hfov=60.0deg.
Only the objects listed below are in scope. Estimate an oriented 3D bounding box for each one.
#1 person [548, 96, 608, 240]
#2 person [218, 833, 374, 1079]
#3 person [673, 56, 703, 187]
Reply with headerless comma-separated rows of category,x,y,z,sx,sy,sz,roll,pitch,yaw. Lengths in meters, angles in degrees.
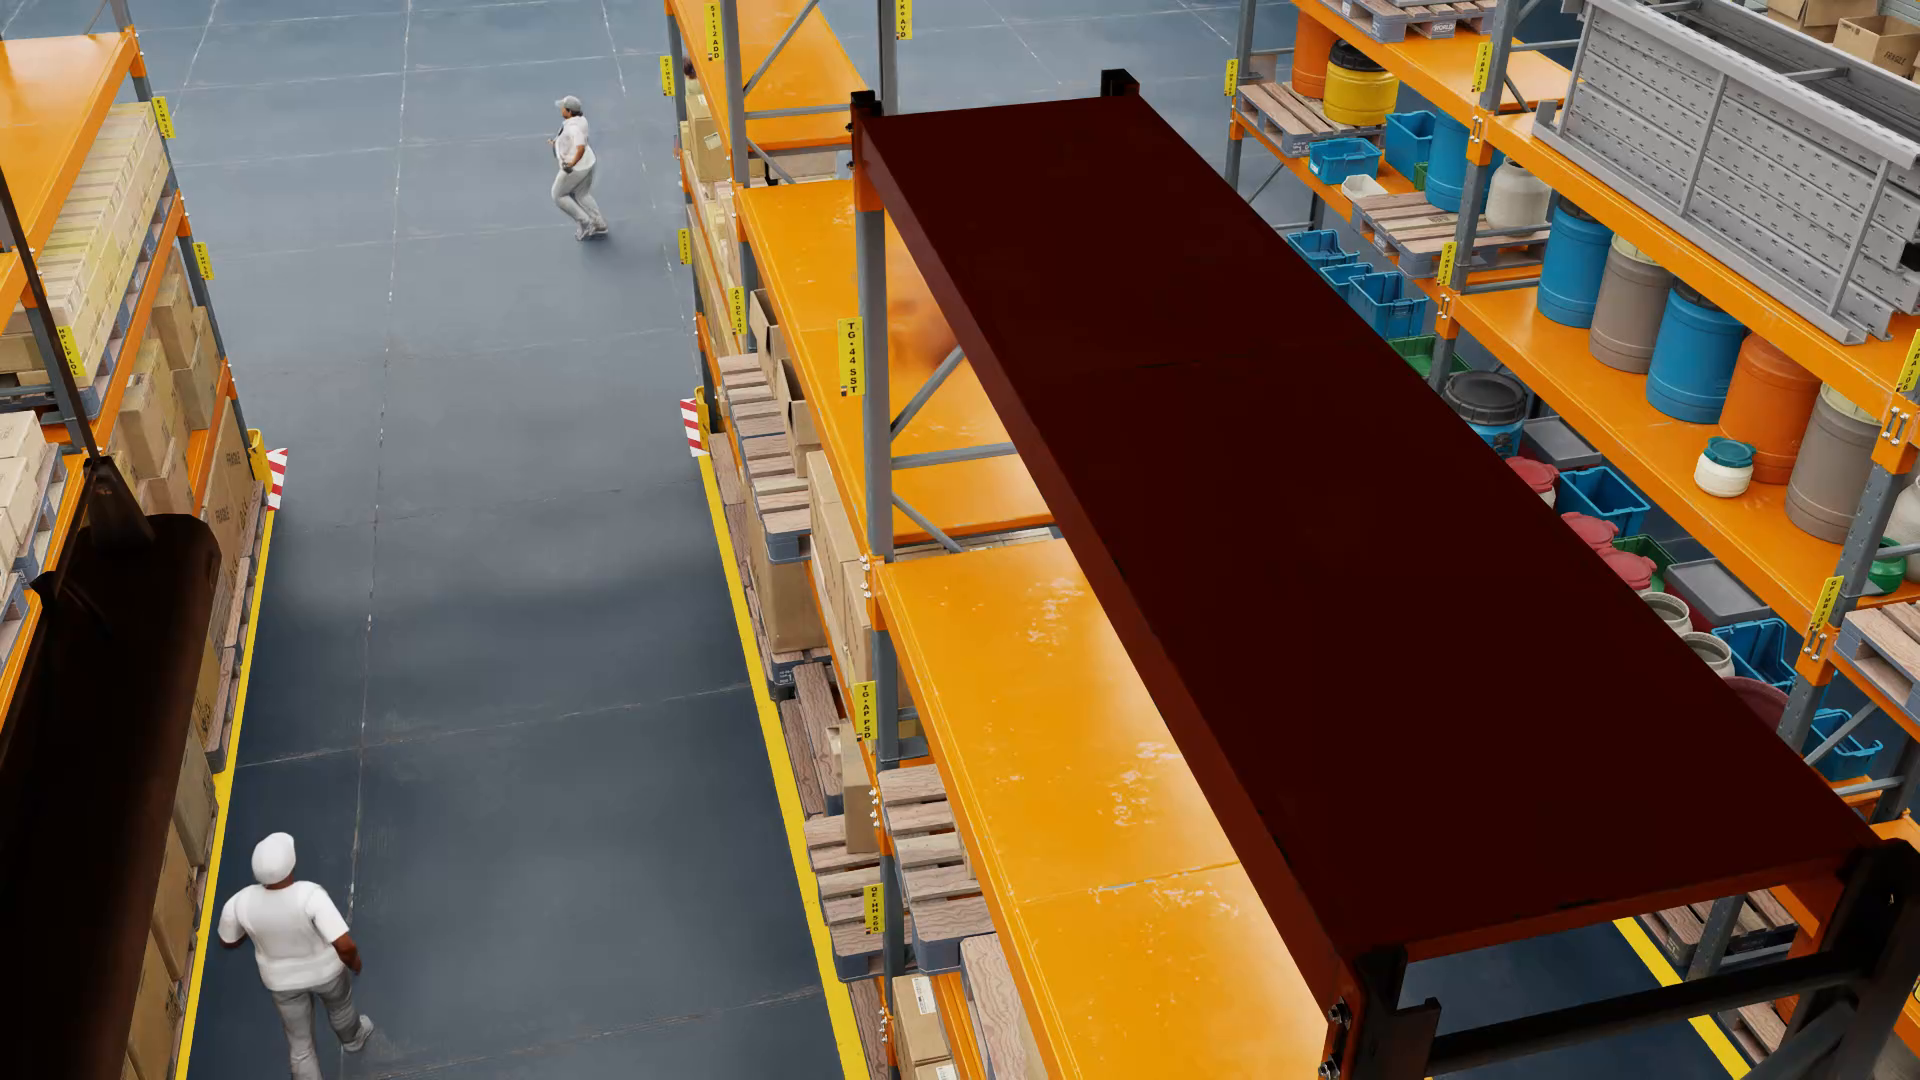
person,-4.373,-4.196,18.769,0.603,1.656,0.588,6,35,9
person,-3.439,2.256,8.707,0.691,1.801,0.843,-8,35,-11
person,-3.174,-4.981,19.939,0.642,1.626,0.605,9,35,12
